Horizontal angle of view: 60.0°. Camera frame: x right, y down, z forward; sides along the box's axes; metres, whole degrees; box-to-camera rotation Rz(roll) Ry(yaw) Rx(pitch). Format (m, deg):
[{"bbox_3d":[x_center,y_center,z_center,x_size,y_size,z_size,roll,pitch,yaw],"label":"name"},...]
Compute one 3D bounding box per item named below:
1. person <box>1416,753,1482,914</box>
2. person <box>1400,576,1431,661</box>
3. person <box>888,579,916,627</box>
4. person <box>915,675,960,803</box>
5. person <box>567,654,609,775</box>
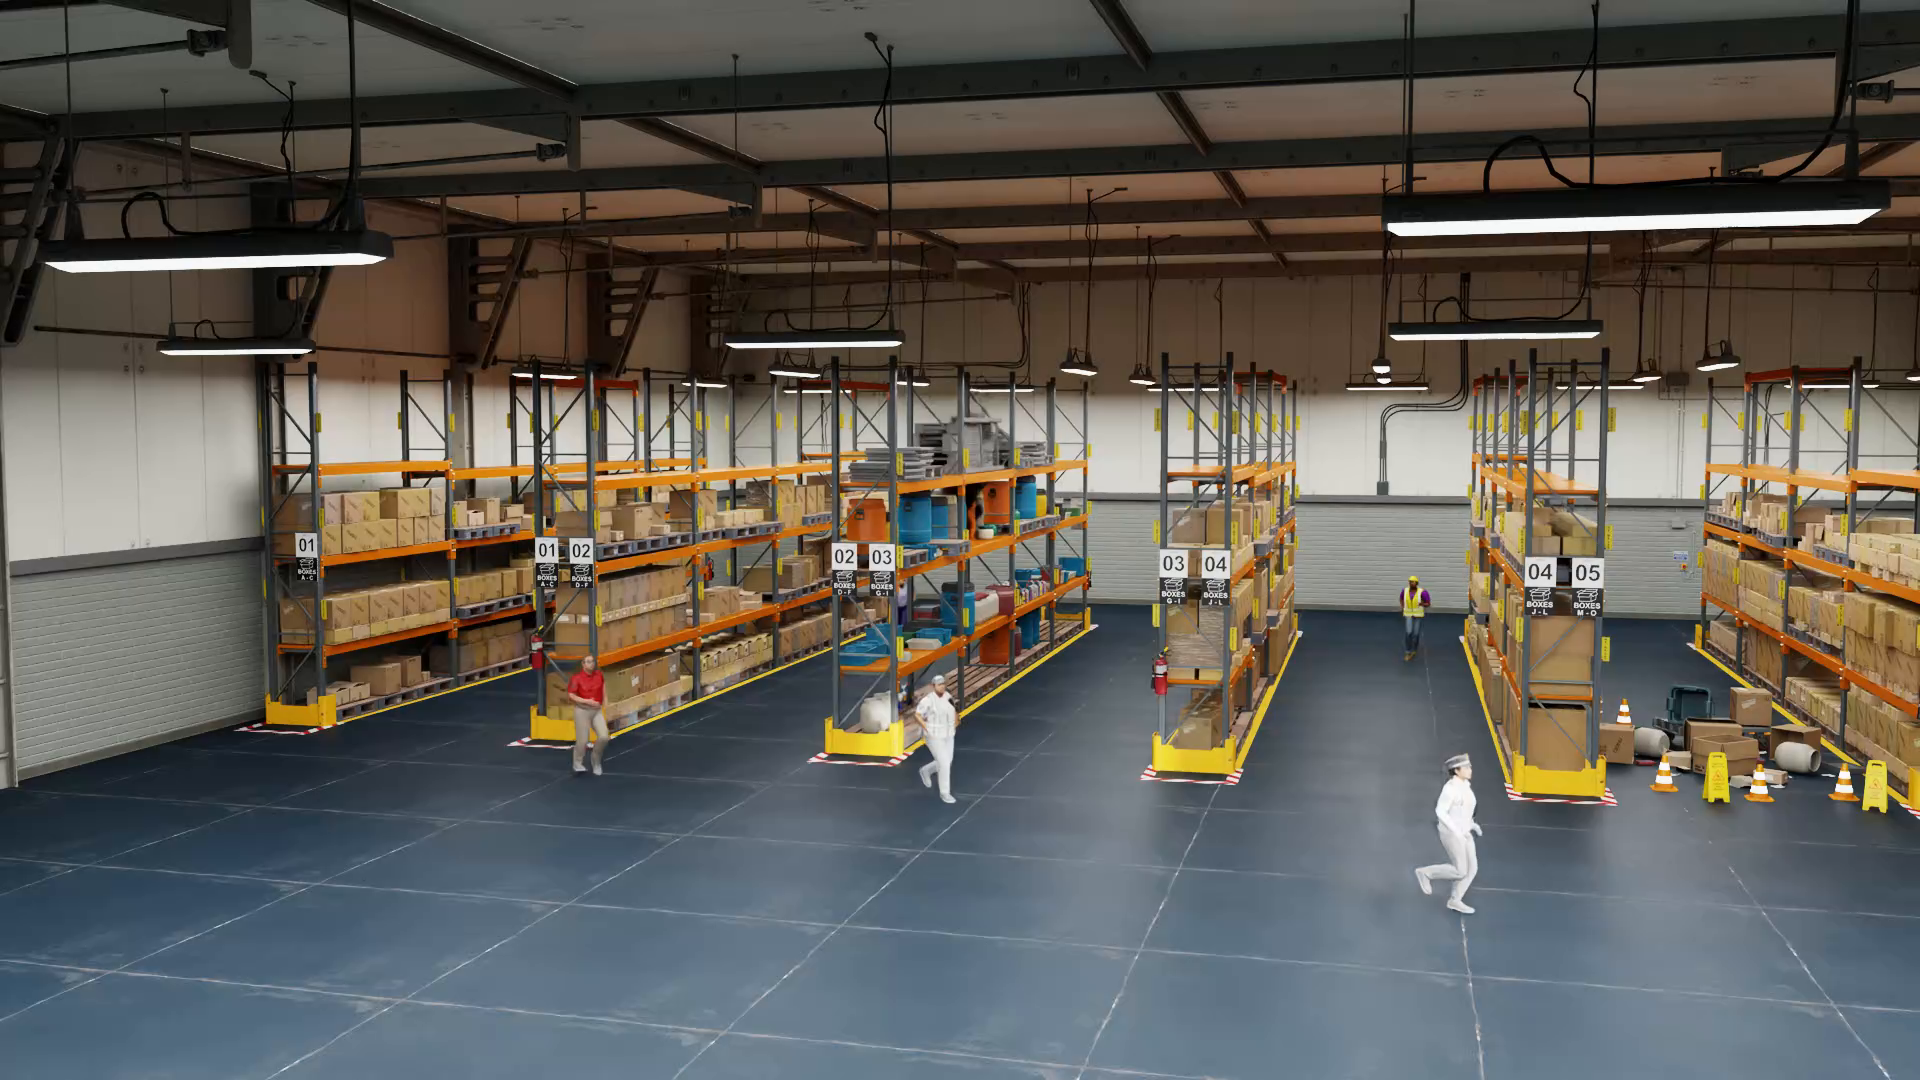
[{"bbox_3d":[5.029,2.986,17.103,0.593,1.648,0.603,3,5,39],"label":"person"},{"bbox_3d":[9.622,1.663,35.200,0.661,1.835,0.765,1,4,19],"label":"person"},{"bbox_3d":[-1.301,1.603,37.119,0.608,1.623,0.685,0,4,7],"label":"person"},{"bbox_3d":[-0.294,2.634,22.223,0.601,1.656,0.776,-3,5,-39],"label":"person"},{"bbox_3d":[-5.257,2.508,23.625,0.654,1.767,0.719,-4,5,-41],"label":"person"}]
